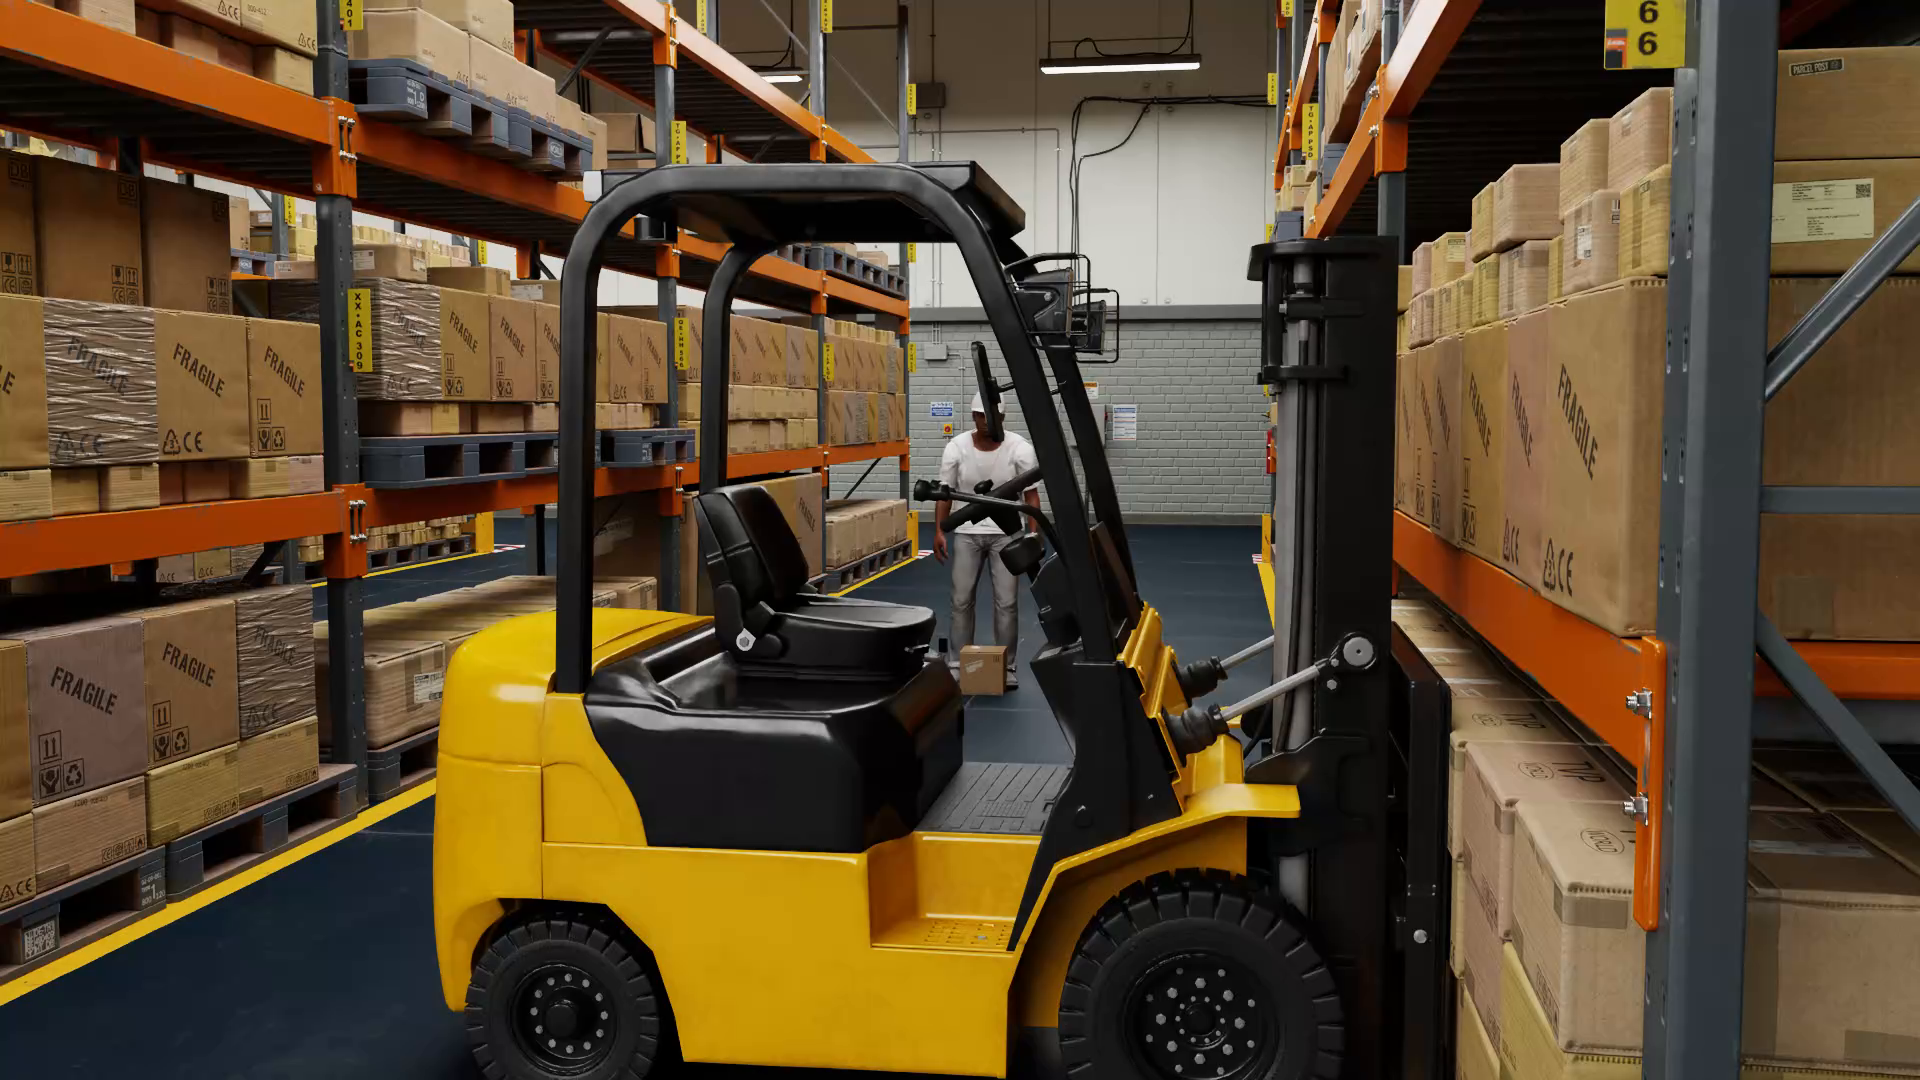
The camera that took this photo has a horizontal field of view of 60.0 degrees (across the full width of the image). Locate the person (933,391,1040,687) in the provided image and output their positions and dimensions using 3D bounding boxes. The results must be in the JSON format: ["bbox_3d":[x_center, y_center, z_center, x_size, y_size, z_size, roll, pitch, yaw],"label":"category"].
[{"bbox_3d":[0.153,-0.018,9.761,0.627,1.760,0.460,1,4,9],"label":"person"}]
